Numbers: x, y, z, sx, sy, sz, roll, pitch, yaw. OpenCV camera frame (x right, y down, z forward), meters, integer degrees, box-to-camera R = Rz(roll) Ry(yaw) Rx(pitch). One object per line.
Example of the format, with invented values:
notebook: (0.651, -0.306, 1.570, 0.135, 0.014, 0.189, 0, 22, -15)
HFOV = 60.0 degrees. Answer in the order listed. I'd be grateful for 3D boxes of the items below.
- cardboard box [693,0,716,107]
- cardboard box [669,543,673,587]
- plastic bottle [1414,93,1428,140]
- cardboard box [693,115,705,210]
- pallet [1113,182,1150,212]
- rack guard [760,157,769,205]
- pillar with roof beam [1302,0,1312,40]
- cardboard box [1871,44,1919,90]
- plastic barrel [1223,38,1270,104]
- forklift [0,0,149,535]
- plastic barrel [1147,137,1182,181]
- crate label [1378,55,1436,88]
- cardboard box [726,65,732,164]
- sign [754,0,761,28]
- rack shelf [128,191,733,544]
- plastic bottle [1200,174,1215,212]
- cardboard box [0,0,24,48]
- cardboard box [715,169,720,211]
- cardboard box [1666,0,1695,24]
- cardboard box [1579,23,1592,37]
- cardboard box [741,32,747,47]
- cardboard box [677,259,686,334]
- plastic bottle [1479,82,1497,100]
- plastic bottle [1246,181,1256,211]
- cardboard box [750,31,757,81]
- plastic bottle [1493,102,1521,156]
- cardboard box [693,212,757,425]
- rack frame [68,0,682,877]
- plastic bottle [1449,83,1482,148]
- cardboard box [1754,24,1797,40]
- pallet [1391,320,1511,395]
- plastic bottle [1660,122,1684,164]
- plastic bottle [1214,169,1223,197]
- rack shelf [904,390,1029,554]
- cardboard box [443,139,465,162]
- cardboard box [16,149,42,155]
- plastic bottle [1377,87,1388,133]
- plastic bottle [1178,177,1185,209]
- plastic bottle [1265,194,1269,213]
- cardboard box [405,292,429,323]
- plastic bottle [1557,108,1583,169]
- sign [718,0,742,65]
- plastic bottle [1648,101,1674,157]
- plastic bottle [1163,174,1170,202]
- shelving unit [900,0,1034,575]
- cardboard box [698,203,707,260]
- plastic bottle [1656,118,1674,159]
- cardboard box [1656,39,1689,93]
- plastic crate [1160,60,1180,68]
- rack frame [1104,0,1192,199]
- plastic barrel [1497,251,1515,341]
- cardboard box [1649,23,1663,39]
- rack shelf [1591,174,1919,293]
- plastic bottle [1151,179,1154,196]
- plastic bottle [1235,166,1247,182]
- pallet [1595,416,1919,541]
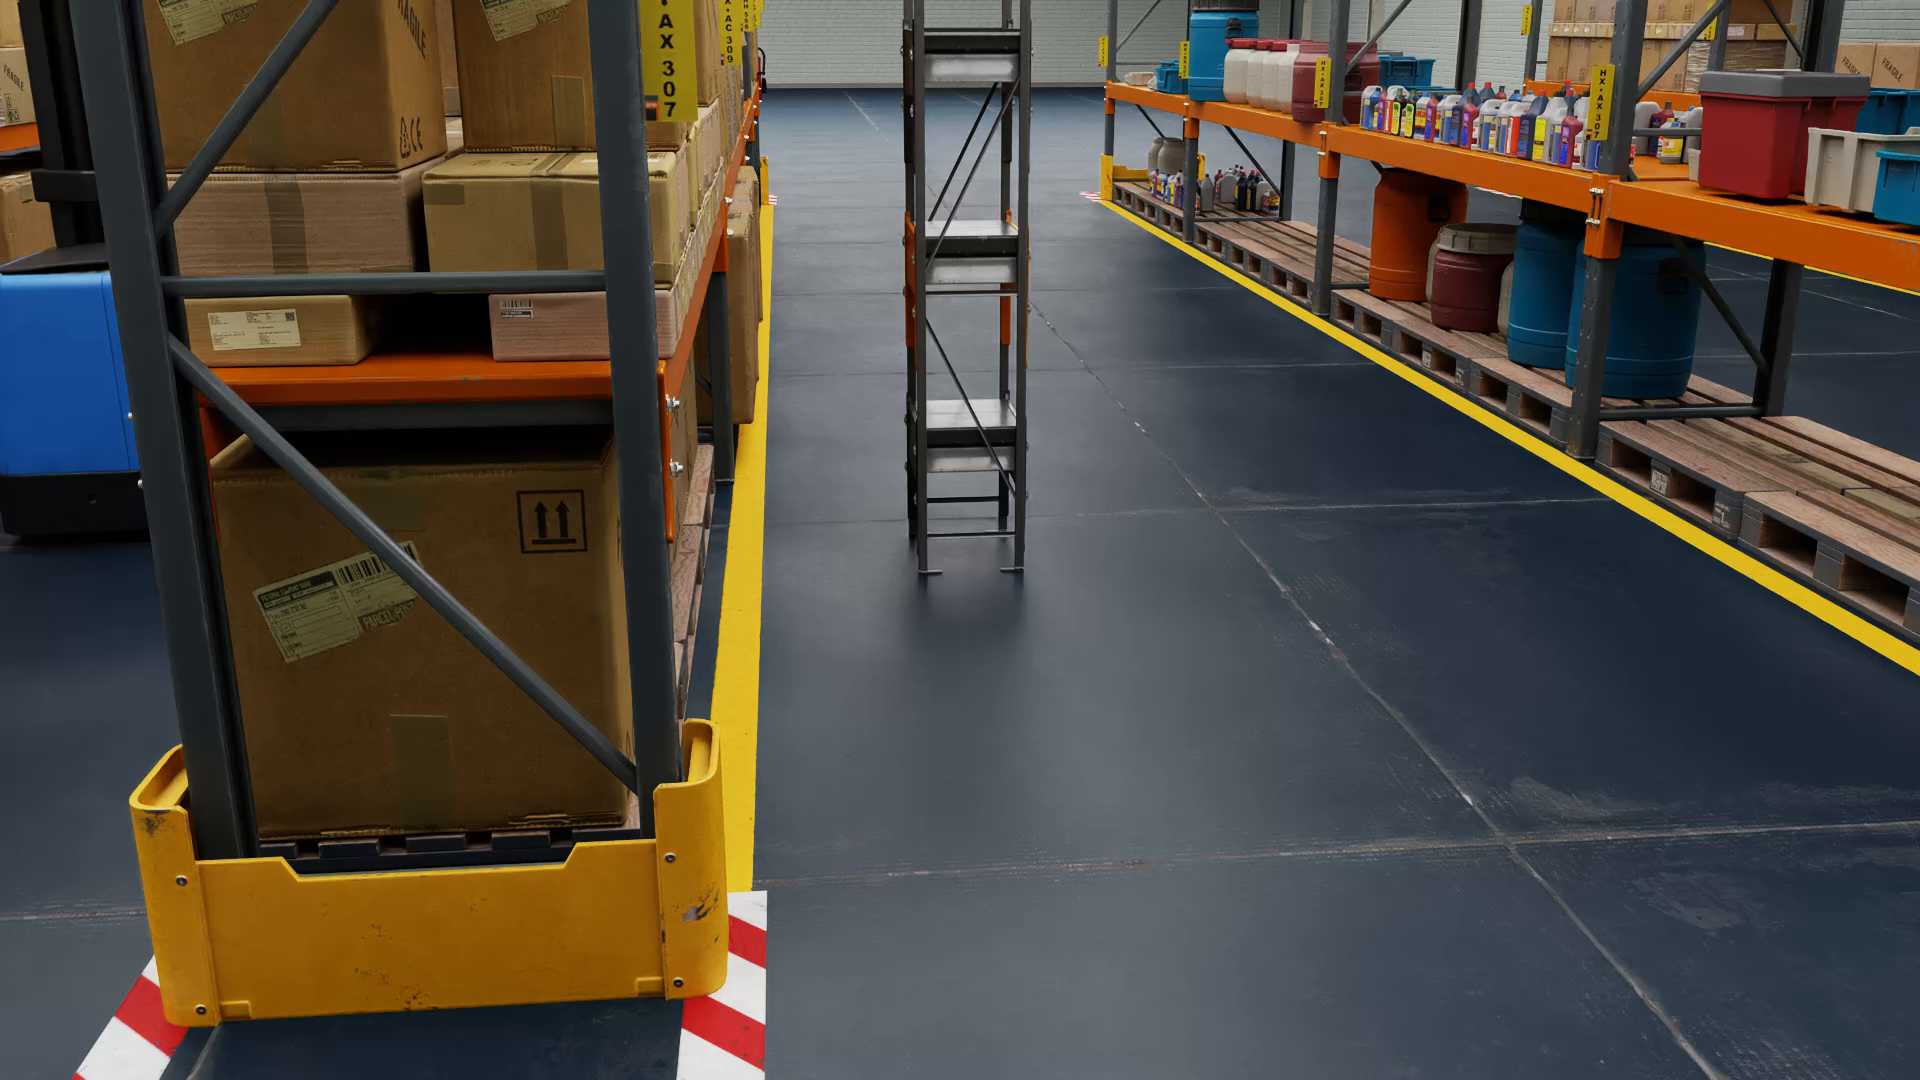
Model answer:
cardboard box: (-1.158, -1.835, 6.017, 0.500, 0.500, 0.500, -2, 18, -5)
cardboard box: (-1.346, -0.139, 4.959, 0.875, 0.875, 0.875, -2, 18, -6)
plastic bottle: (2.788, -2.548, 10.000, 0.097, 0.271, 0.097, 0, 17, 0)
cardboard box: (-1.055, -1.175, 5.165, 0.500, 0.250, 0.500, -2, 18, -7)
pallet: (2.303, -3.820, 18.491, 1.003, 0.211, 1.213, -2, 18, -6)
rack guard: (-2.749, -4.045, 18.727, 1.175, 0.500, 0.348, -2, 18, -6)
pillar with roof beam: (5.581, -17.205, 46.456, 9.100, 9.000, 0.400, -2, 18, -6)
cardboard box: (7.733, -3.729, 13.380, 0.500, 0.500, 0.500, -3, 18, -9)
plastic barrel: (2.463, -3.995, 14.166, 0.433, 0.535, 0.433, 0, 17, 0)
forklift: (-3.483, -1.817, 7.570, 1.130, 2.935, 3.031, -3, 18, -9)
plastic barrel: (2.314, -4.233, 18.605, 0.421, 0.512, 0.421, 0, 17, 0)
crate label: (3.162, -3.351, 12.284, 0.502, 0.435, 0.616, -2, 18, -6)
cardboard box: (-1.421, -2.176, 8.435, 0.500, 0.500, 0.500, -2, 18, -7)
sign: (-1.792, -4.639, 14.513, 0.100, 0.325, 0.005, -2, 18, -6)
rack shelf: (-1.312, -0.746, 5.247, 1.077, 0.370, 4.000, -2, 18, -6)
plastic bottle: (2.373, -3.355, 16.044, 0.144, 0.351, 0.185, -2, 18, -6)
cardboard box: (-7.020, -3.716, 11.669, 0.700, 0.500, 0.500, -2, 18, -6)
cardboard box: (-1.108, -1.331, 6.329, 0.380, 0.149, 0.250, -2, 18, -7)
cardboard box: (7.405, -5.323, 16.291, 0.700, 0.500, 0.500, -2, 18, -6)
cardboard box: (7.002, -5.571, 18.163, 0.380, 0.149, 0.250, -2, 18, -6)
cardboard box: (-2.073, -3.805, 12.914, 0.797, 0.503, 0.637, 0, 17, 0)
cardboard box: (-0.842, -0.566, 3.891, 0.380, 0.149, 0.250, -2, 18, -6)
plastic bottle: (3.011, -2.451, 9.560, 0.144, 0.351, 0.185, -2, 18, -6)
plastic bottle: (2.819, -3.336, 16.096, 0.061, 0.283, 0.133, -2, 18, -6)
cardboard box: (-2.345, -4.544, 15.480, 0.875, 0.500, 0.500, -2, 18, -6)
plastic bottle: (2.942, -2.186, 8.838, 0.152, 0.276, 0.135, -2, 18, -6)
cardboard box: (-1.605, -1.062, 7.898, 1.225, 0.875, 0.875, -2, 18, -5)
rack frame: (-1.106, -0.493, 3.241, 1.000, 3.000, 0.127, -2, 18, -6)
plastic bottle: (2.874, -2.407, 9.417, 0.144, 0.351, 0.185, -2, 18, -6)
cardboard box: (7.675, -4.817, 15.762, 0.380, 0.149, 0.250, -2, 18, -6)
pallet: (3.241, -1.103, 9.839, 1.003, 0.211, 1.213, -2, 18, -6)
plastic bottle: (3.579, -1.993, 8.348, 0.097, 0.201, 0.097, 0, 17, 0)
plastic bottle: (2.688, -3.714, 17.300, 0.061, 0.283, 0.133, -2, 18, -6)
rack shelf: (0.017, -0.272, 6.419, 0.431, 0.518, 0.480, -2, 18, -6)
cardboard box: (-1.472, -0.851, 4.134, 0.500, 0.250, 0.500, -2, 18, -7)
cardboard box: (-7.134, -2.890, 13.930, 1.050, 0.750, 0.750, -2, 18, -6)
plastic bottle: (2.707, -2.736, 10.579, 0.061, 0.283, 0.133, -2, 18, -6)
plastic bottle: (2.210, -3.408, 16.212, 0.144, 0.351, 0.185, -3, 18, -8)
plastic bottle: (2.975, -3.235, 15.911, 0.097, 0.201, 0.097, 0, 17, 0)
cardboard box: (-1.524, -0.622, 4.070, 0.380, 0.149, 0.250, -2, 18, -6)
plastic bottle: (2.976, -1.957, 8.099, 0.061, 0.283, 0.133, -2, 18, -6)
sign: (-0.967, -2.154, 6.951, 0.100, 0.325, 0.005, -2, 18, -6)
plastic bottle: (3.703, -2.169, 8.774, 0.061, 0.283, 0.133, -2, 18, -6)
plastic bottle: (2.114, -3.579, 16.891, 0.097, 0.271, 0.097, 0, 17, 0)
shelving unit: (0.017, -0.952, 6.205, 0.431, 2.100, 0.503, -2, 18, -6)
cardboard box: (-0.975, -0.948, 5.107, 0.380, 0.149, 0.250, -2, 18, -7)
plastic bottle: (3.696, -2.095, 8.675, 0.097, 0.201, 0.097, 0, 17, 0)
cardboard box: (7.397, -4.710, 16.505, 0.700, 0.500, 0.500, -2, 18, -6)
plastic crate: (2.519, -5.203, 18.489, 0.499, 0.251, 0.616, -2, 18, -6)
rack frame: (2.170, -5.413, 18.912, 1.000, 3.000, 0.127, -2, 18, -6)
plastic barrel: (3.326, -1.396, 9.569, 0.421, 0.512, 0.421, 0, 17, 0)
cardboard box: (7.166, -5.108, 16.691, 0.380, 0.149, 0.250, -2, 18, -6)
rack shelf: (3.614, -0.899, 5.734, 1.077, 0.370, 4.000, -2, 18, -6)
plastic bottle: (2.058, -3.708, 17.416, 0.097, 0.201, 0.097, 0, 17, 0)
plastic bottle: (2.849, -3.604, 16.836, 0.144, 0.351, 0.185, -2, 18, -6)
pallet: (3.522, -0.290, 7.248, 1.003, 0.211, 1.213, -2, 18, -6)
